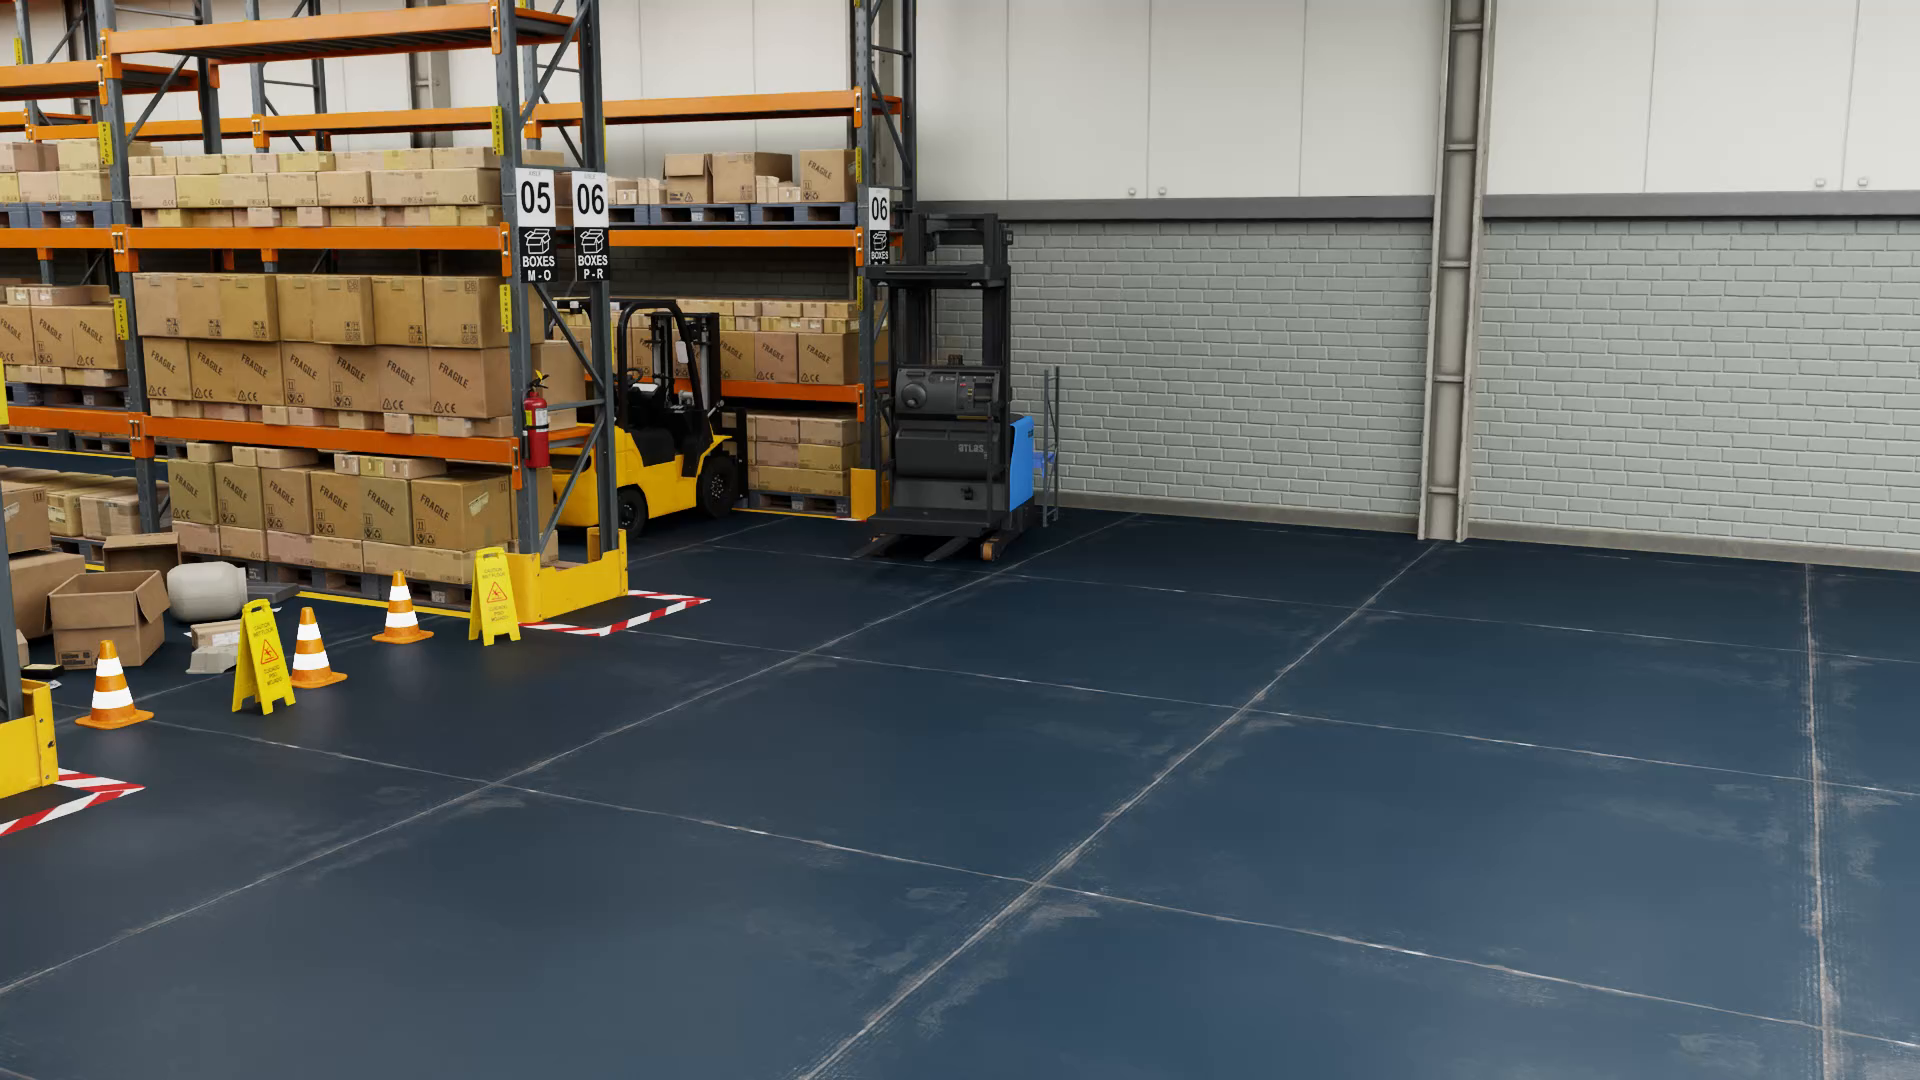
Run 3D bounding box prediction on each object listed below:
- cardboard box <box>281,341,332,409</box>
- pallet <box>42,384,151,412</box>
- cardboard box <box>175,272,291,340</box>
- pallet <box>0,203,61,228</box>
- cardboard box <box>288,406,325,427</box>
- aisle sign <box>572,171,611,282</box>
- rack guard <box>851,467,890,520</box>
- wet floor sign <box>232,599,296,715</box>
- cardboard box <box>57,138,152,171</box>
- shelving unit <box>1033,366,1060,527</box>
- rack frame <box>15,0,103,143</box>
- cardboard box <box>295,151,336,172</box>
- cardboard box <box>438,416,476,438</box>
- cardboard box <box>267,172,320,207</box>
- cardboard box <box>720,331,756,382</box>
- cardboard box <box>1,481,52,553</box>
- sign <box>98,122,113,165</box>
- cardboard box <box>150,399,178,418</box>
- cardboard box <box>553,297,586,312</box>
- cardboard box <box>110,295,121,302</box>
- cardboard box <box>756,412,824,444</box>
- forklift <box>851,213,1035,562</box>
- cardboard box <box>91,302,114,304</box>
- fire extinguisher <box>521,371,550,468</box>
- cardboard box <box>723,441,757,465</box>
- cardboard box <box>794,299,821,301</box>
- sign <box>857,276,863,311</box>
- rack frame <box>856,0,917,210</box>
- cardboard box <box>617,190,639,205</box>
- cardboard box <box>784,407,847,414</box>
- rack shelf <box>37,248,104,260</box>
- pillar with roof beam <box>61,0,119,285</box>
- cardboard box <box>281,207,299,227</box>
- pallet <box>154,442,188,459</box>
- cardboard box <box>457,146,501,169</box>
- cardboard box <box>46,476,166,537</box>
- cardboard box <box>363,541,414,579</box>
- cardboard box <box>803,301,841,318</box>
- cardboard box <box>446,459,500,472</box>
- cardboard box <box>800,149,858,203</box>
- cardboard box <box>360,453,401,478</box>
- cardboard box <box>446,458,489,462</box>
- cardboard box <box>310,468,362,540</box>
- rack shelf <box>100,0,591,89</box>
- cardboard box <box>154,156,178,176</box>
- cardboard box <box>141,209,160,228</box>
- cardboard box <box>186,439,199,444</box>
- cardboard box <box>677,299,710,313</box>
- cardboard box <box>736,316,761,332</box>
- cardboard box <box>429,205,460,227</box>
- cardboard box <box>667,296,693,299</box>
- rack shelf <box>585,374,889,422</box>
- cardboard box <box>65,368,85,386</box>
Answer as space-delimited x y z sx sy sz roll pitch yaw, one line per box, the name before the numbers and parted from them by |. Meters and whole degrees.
cardboard box | -4.848 -1.293 12.834 0.500 0.500 0.500 5 11 26
pallet | -7.107 -1.279 14.416 1.213 0.211 1.003 5 11 26
cardboard box | -5.739 -1.865 13.188 0.500 0.500 0.700 5 11 26
pallet | -7.924 -2.821 14.499 1.003 0.211 1.213 5 11 26
cardboard box | -4.964 -0.973 12.889 0.250 0.149 0.380 5 11 26
aisle sign | -2.706 -2.299 12.211 0.004 0.787 0.394 5 11 26
rack guard | -0.684 -0.536 16.790 0.348 0.500 1.175 5 11 26
wet floor sign | -4.096 0.668 9.728 0.232 0.644 0.267 3 11 16
cardboard box | -7.062 -3.171 13.742 0.500 0.250 0.500 5 12 27
shelving unit | 0.392 -0.930 16.156 1.048 1.500 0.538 3 11 16
rack frame | -11.467 -5.666 21.268 0.127 3.000 1.000 5 11 26
cardboard box | -4.723 -2.815 12.405 0.250 0.149 0.380 5 12 27
cardboard box | -3.605 -0.849 12.205 0.250 0.149 0.380 5 11 25
cardboard box | -4.849 -2.640 12.560 0.500 0.250 0.500 5 11 26
cardboard box | -2.184 -1.897 17.008 0.500 0.500 0.500 5 11 25
cardboard box | -7.247 -0.146 12.509 0.500 0.500 0.500 5 11 26
sign | -6.728 -3.126 13.098 0.005 0.325 0.100 5 11 26
cardboard box | -6.345 -1.091 13.539 0.250 0.149 0.380 5 11 26
cardboard box | -4.139 -2.526 17.825 0.250 0.149 0.380 5 12 27
cardboard box | -10.668 -2.855 21.122 0.500 0.500 0.700 5 11 26
cardboard box | -1.717 -1.140 16.838 0.500 0.250 0.500 5 12 27
forklift | -0.160 -1.334 14.370 1.130 2.935 3.031 3 11 14
cardboard box | -7.666 -1.856 14.767 0.500 0.500 0.500 5 11 25
fire extinguisher | -3.000 -0.854 11.746 0.183 0.674 0.296 5 11 26
cardboard box | -2.198 -0.935 17.111 0.500 0.250 0.500 5 11 25
cardboard box | -1.591 -2.410 17.186 0.250 0.149 0.380 5 11 26
sign | -0.958 -2.369 15.981 0.005 0.325 0.100 5 11 26
rack frame | -0.706 -4.720 16.043 0.127 3.000 1.000 5 11 26
cardboard box | -3.336 -3.547 17.230 0.250 0.149 0.380 5 12 28
cardboard box | -1.503 -1.221 17.287 0.500 0.250 0.500 5 11 26
rack shelf | -13.261 -3.993 22.470 4.000 0.370 1.077 5 11 26
pillar with roof beam | -13.598 -5.177 18.568 0.400 9.000 9.100 5 11 26
cardboard box | -4.930 -2.457 12.667 0.250 0.149 0.380 5 11 26
pallet | -9.623 -1.188 21.200 1.213 0.211 1.003 5 11 26
cardboard box | -3.333 -2.699 11.767 0.250 0.149 0.380 5 11 26
cardboard box | -7.604 -0.301 14.670 0.625 0.372 0.950 6 12 29
cardboard box | -4.204 0.108 12.750 0.500 0.250 0.500 5 11 26
cardboard box | -1.355 -2.292 16.534 0.250 0.149 0.380 5 11 26
cardboard box | -3.992 -0.348 13.165 0.500 0.500 0.500 5 11 24
cardboard box | -1.211 -3.545 16.233 0.500 0.500 0.500 5 12 28
cardboard box | -4.316 -0.577 12.610 0.250 0.149 0.380 5 12 27
cardboard box | -5.458 -1.223 19.055 0.625 0.625 0.875 5 11 25
cardboard box | -4.652 -0.301 12.905 0.500 0.500 0.500 5 11 24
rack shelf | -4.692 -3.729 12.597 4.000 0.370 1.077 5 11 26
cardboard box | -6.102 -2.942 13.109 0.250 0.149 0.380 5 12 28
cardboard box | -6.313 -2.578 13.337 0.250 0.149 0.380 5 11 25
cardboard box | -9.269 -1.456 20.693 0.500 0.500 0.500 6 12 28
cardboard box | -2.717 -2.420 17.242 0.250 0.149 0.380 5 11 26
cardboard box | -2.066 -2.200 16.859 0.250 0.149 0.380 5 11 24
cardboard box | -3.580 -2.325 11.939 0.250 0.149 0.380 5 11 26
cardboard box | -2.947 -2.543 17.920 0.250 0.149 0.380 5 11 25
rack shelf | -2.500 -1.572 17.512 4.000 0.370 1.077 5 11 26
cardboard box | -7.298 -1.393 14.033 0.250 0.149 0.380 5 11 24
